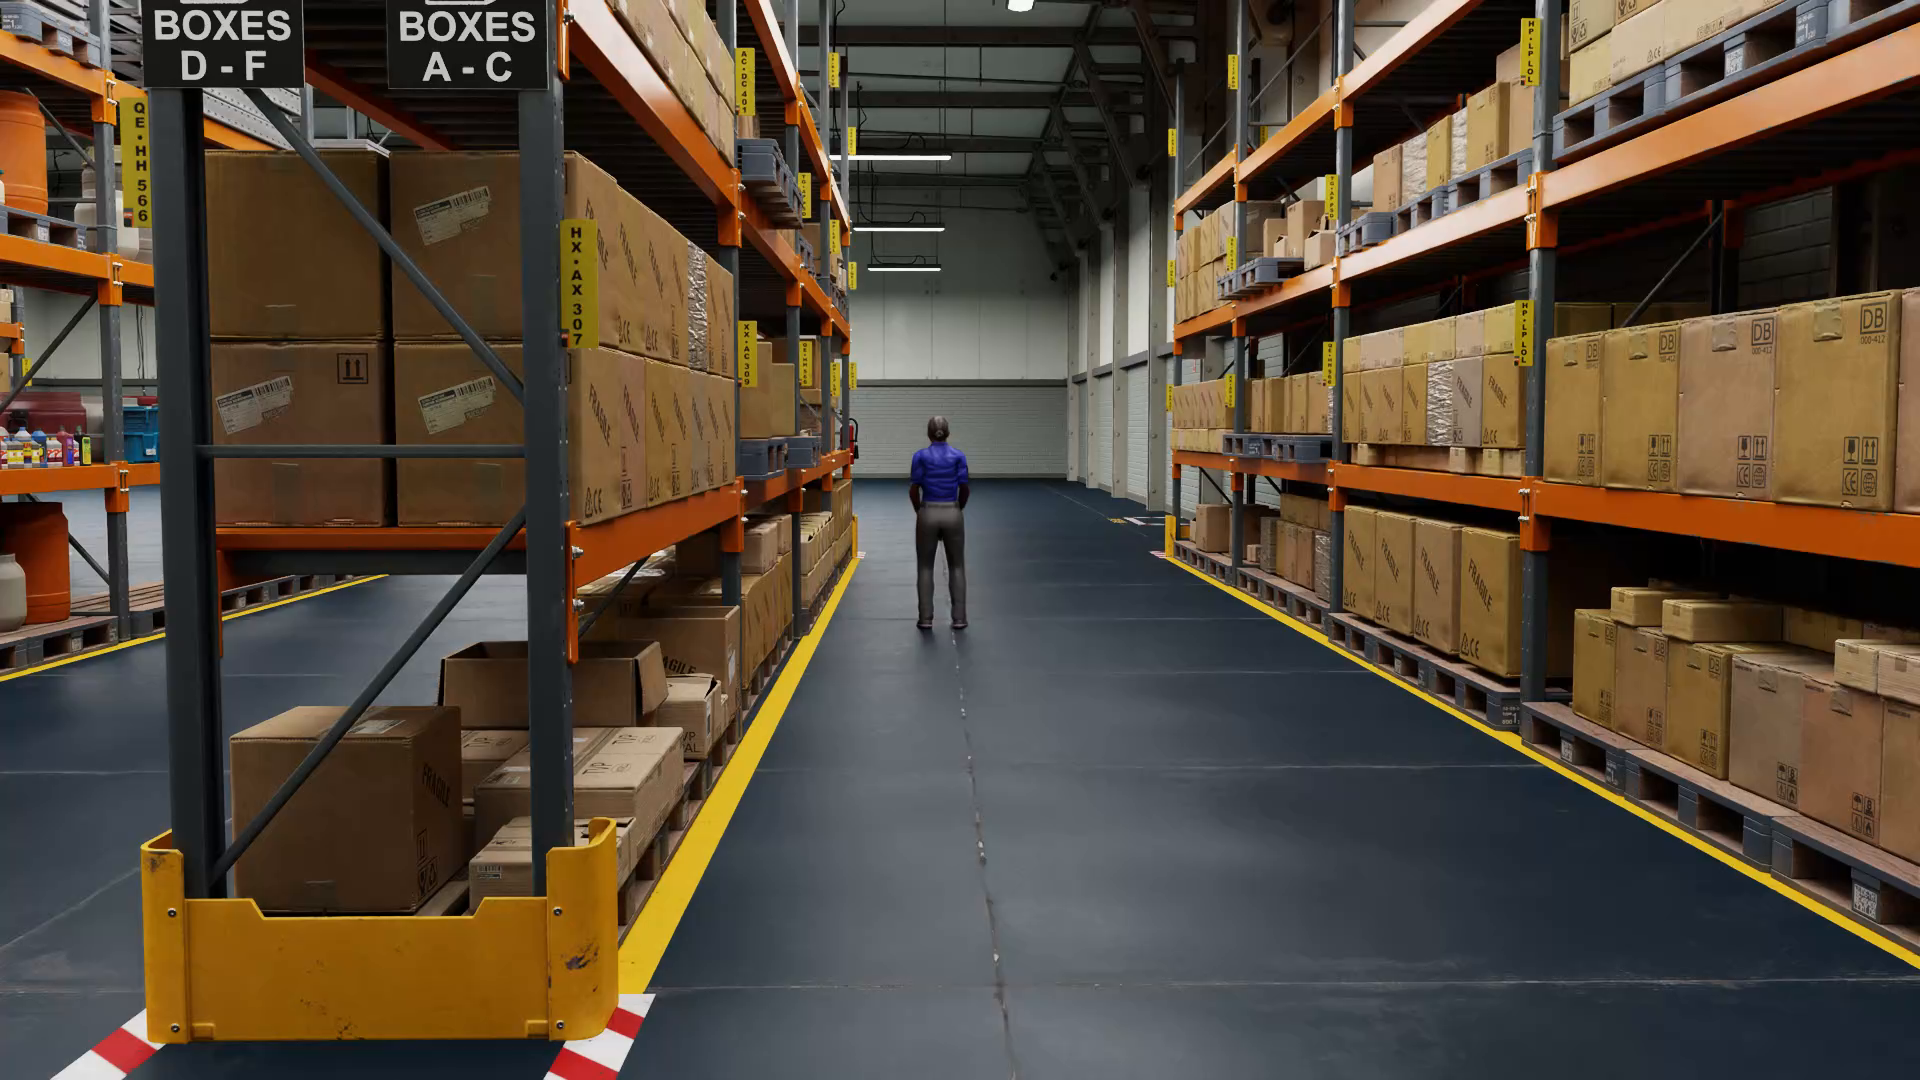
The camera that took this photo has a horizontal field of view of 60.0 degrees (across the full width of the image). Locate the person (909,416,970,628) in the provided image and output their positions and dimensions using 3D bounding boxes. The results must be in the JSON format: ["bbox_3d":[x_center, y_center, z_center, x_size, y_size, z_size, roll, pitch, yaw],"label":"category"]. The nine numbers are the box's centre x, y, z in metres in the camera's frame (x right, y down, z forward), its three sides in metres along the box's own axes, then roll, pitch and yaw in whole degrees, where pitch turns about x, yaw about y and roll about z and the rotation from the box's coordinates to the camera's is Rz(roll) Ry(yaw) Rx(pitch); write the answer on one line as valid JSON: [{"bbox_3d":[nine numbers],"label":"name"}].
[{"bbox_3d":[-0.162,-0.141,13.067,0.478,1.663,0.405,0,4,-3],"label":"person"}]
